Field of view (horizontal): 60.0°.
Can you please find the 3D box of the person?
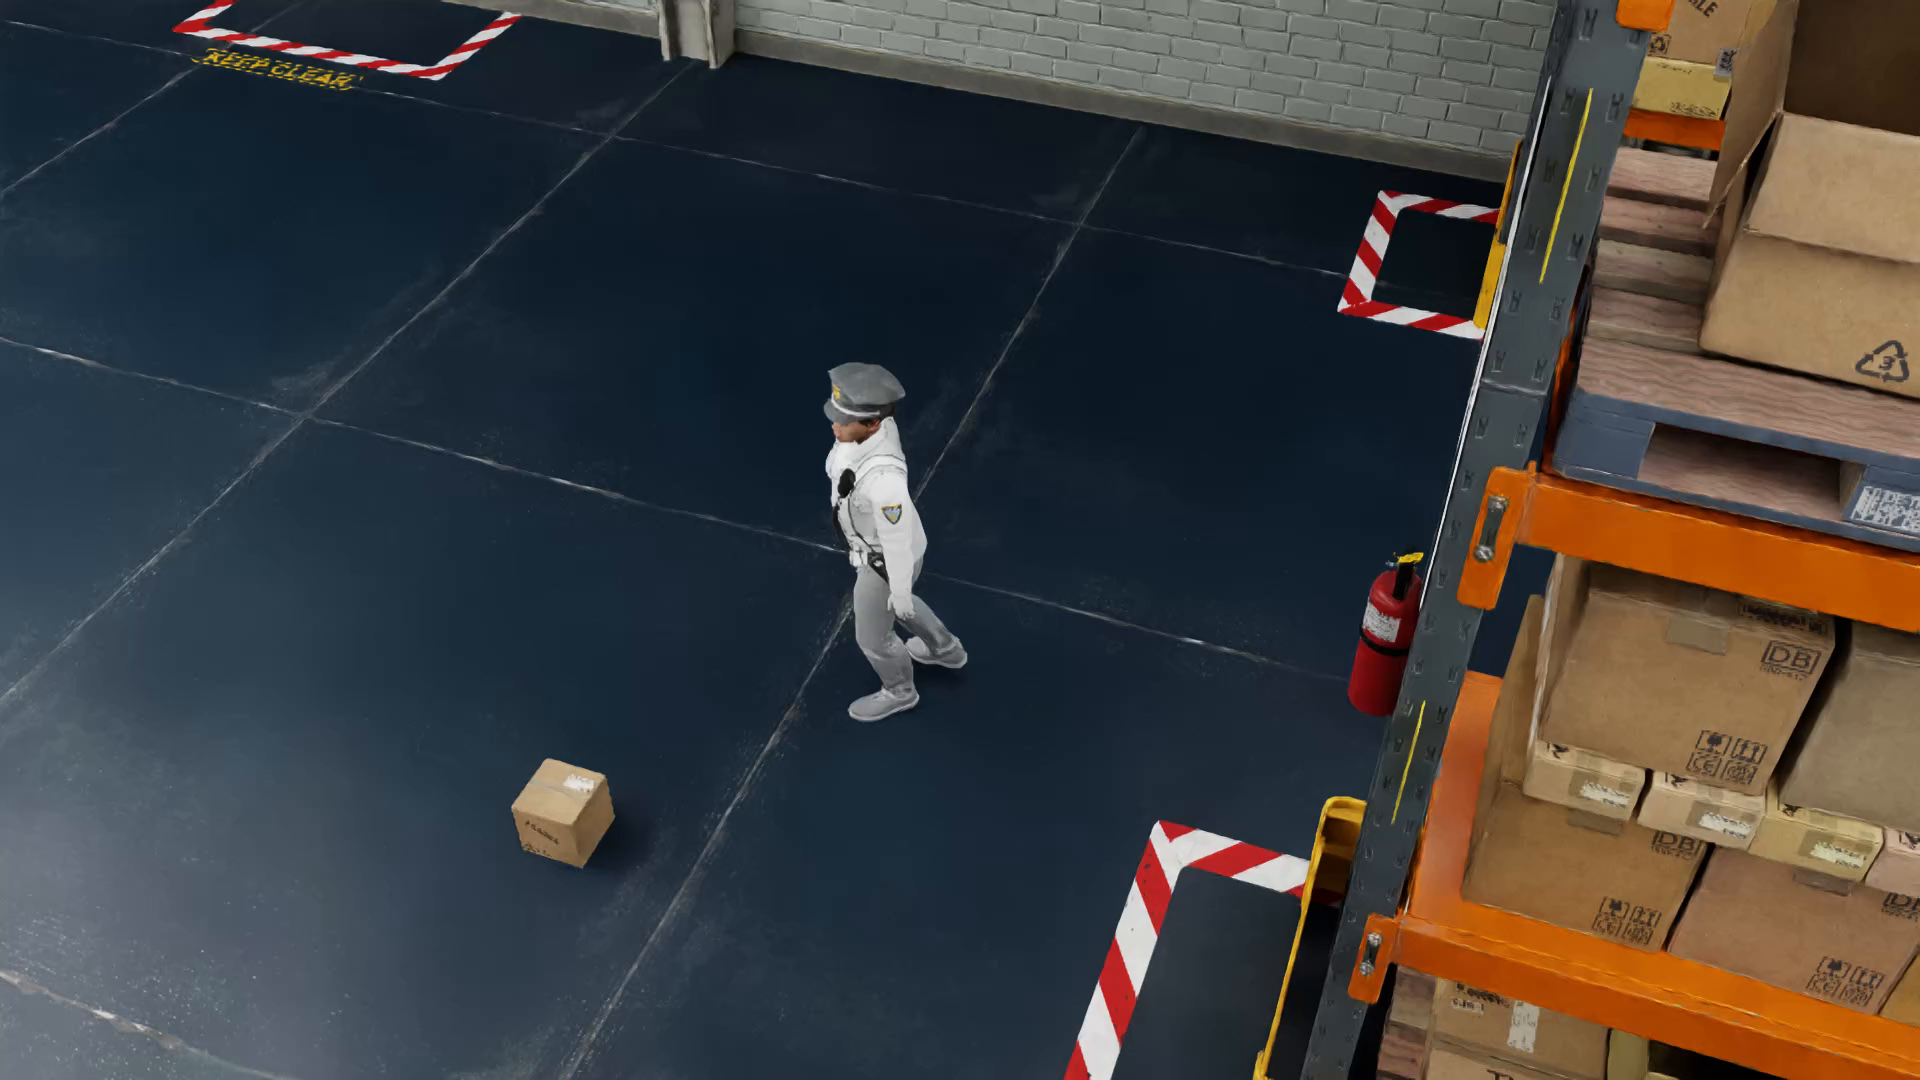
[{"bbox_3d":[-0.209,0.026,6.124,0.526,1.670,0.532,-7,42,-7],"label":"person"}]
